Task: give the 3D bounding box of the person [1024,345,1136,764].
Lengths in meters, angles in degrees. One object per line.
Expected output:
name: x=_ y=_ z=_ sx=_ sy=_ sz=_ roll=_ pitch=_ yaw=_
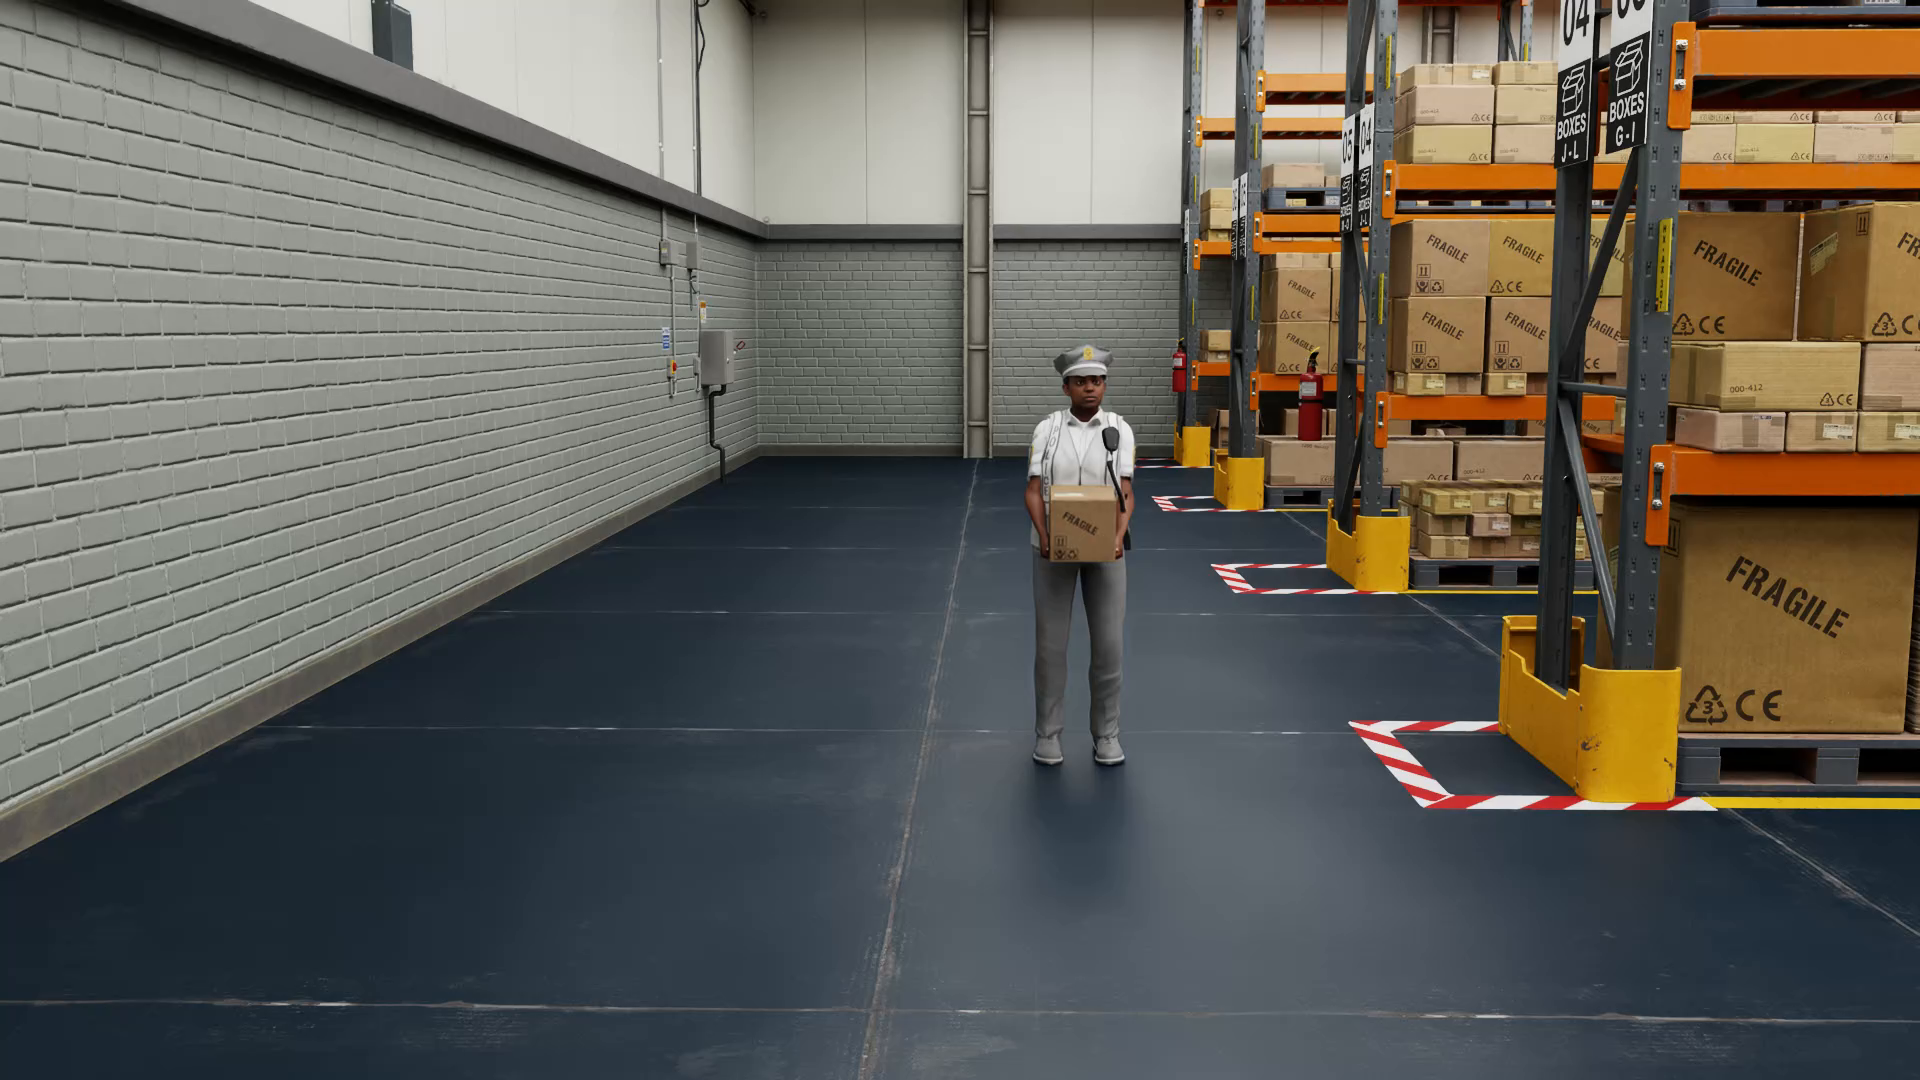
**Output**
person: x=0.482 y=0.065 z=6.686 sx=0.451 sy=1.689 sz=0.527 roll=0 pitch=7 yaw=2
